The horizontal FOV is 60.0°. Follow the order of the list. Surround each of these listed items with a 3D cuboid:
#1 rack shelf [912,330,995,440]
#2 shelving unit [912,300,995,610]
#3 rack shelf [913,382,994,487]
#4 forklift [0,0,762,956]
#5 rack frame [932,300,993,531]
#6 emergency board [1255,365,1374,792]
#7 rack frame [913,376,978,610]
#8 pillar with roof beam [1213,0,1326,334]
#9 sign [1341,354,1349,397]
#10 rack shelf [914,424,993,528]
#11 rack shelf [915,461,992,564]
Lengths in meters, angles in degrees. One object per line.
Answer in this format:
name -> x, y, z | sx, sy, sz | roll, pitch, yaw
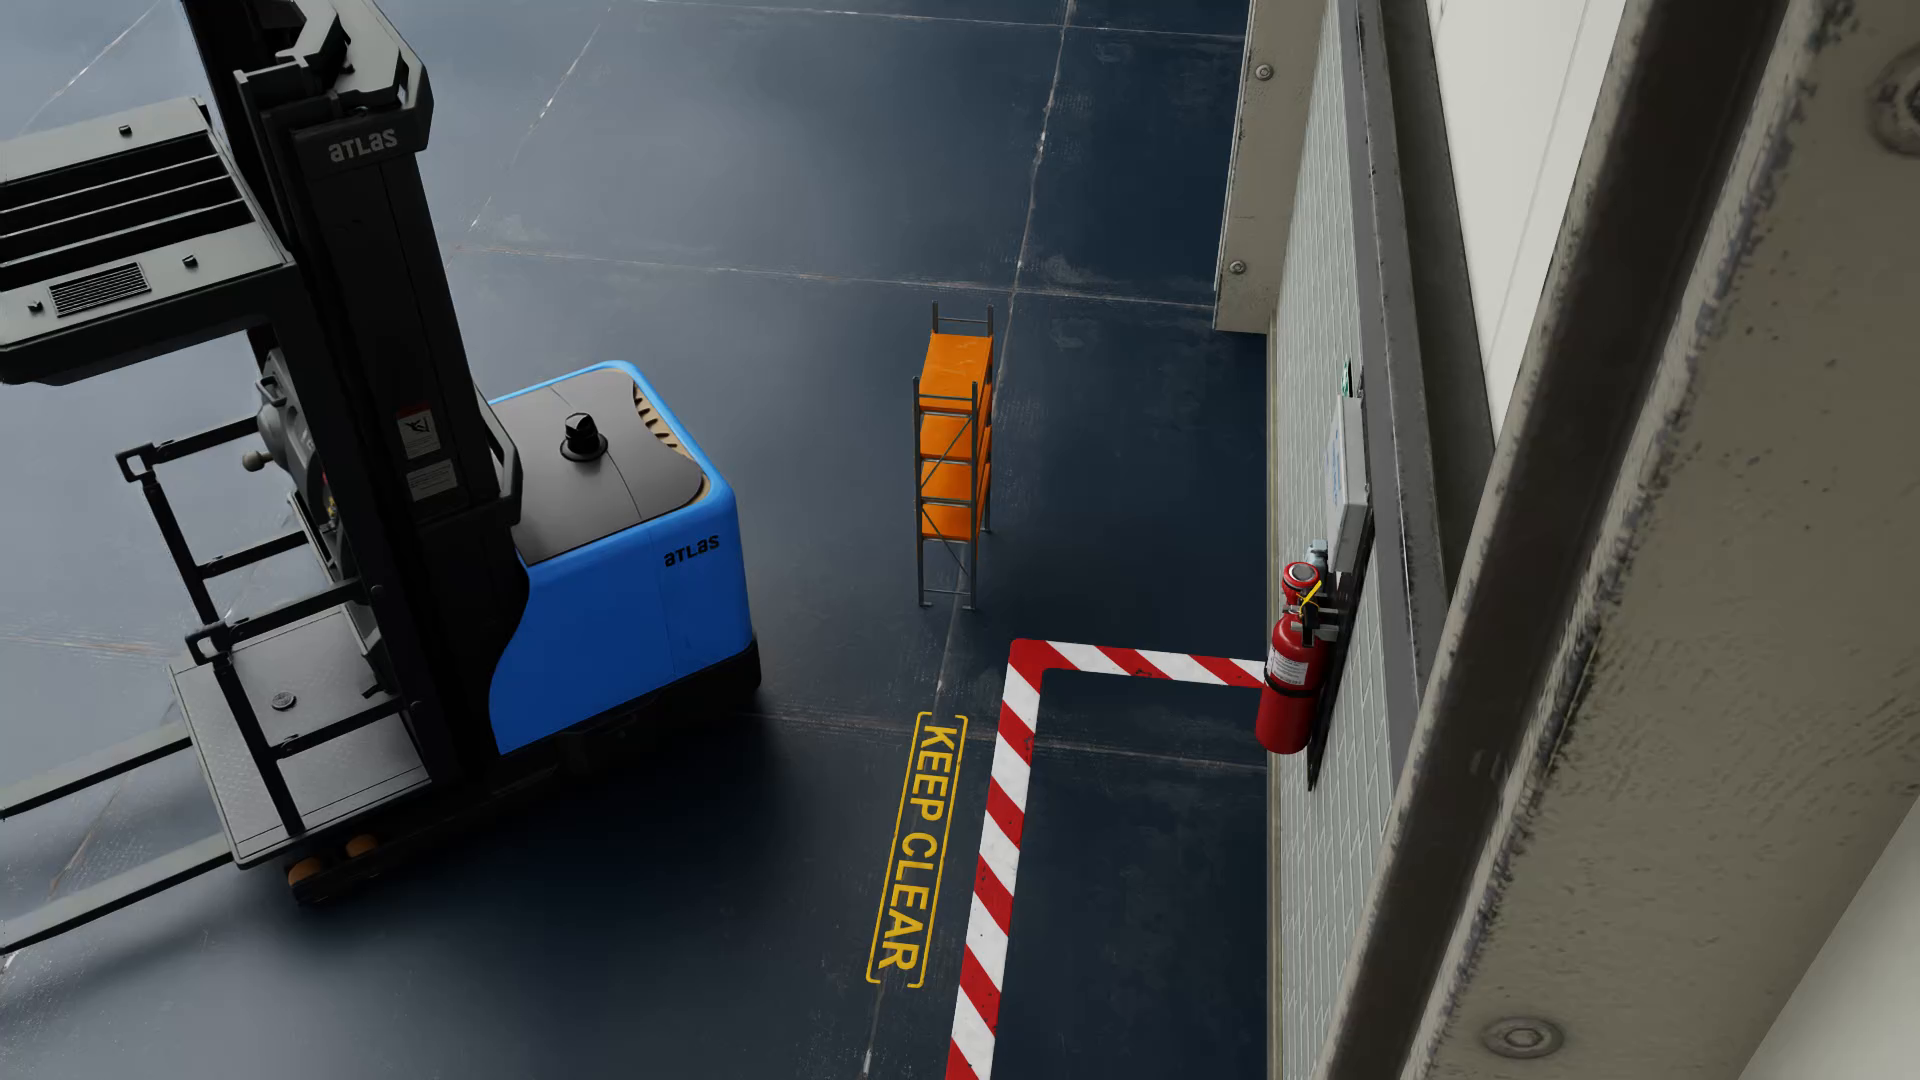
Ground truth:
rack shelf -> -0.022, -0.608, 6.470 | 0.258, 0.148, 0.480 | 5, 44, 6
shelving unit -> -0.022, -0.323, 6.741 | 0.258, 1.200, 0.503 | 5, 44, 6
rack shelf -> -0.022, -0.436, 6.633 | 0.258, 0.148, 0.480 | 5, 44, 6
forklift -> -2.311, -0.196, 5.347 | 3.031, 2.935, 1.130 | -23, 48, -22
rack frame -> 0.010, -0.489, 6.916 | 0.240, 1.200, 0.015 | 5, 44, 6
emergency board -> 1.026, 0.135, 4.948 | 0.194, 1.169, 0.643 | 5, 44, 6
rack frame -> -0.054, -0.157, 6.565 | 0.240, 1.200, 0.015 | 5, 44, 6
pillar with roof beam -> -2.812, -4.843, 5.842 | 9.100, 9.000, 0.400 | 5, 44, 6
sign -> 1.192, -0.435, 5.139 | 0.001, 0.109, 0.331 | 5, 44, 6
rack shelf -> -0.022, -0.274, 6.787 | 0.258, 0.148, 0.480 | 5, 44, 6
rack shelf -> -0.022, -0.130, 6.923 | 0.258, 0.148, 0.480 | 5, 44, 6
